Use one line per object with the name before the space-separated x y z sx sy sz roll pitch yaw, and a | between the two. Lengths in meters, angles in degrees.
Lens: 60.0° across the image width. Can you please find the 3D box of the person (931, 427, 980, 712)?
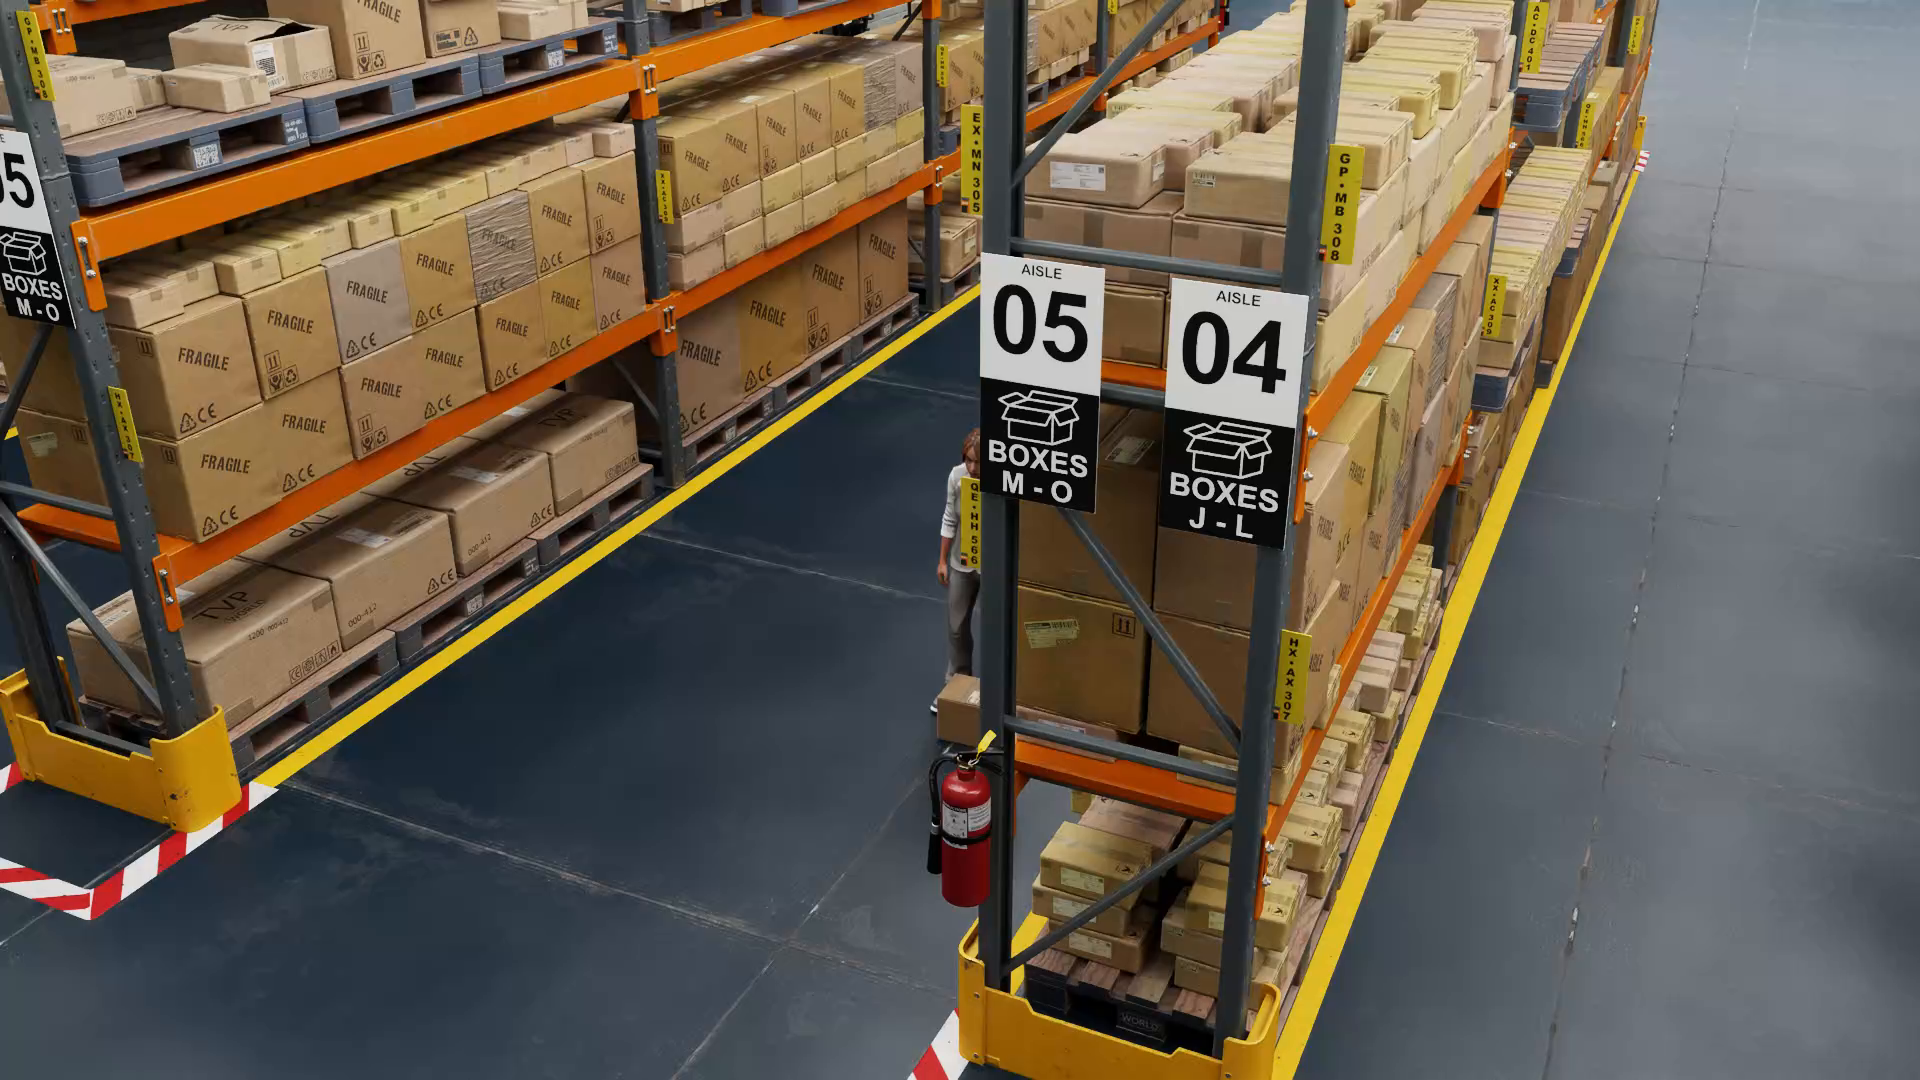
person | 0.112 0.160 8.306 0.463 1.593 0.343 11 29 21
